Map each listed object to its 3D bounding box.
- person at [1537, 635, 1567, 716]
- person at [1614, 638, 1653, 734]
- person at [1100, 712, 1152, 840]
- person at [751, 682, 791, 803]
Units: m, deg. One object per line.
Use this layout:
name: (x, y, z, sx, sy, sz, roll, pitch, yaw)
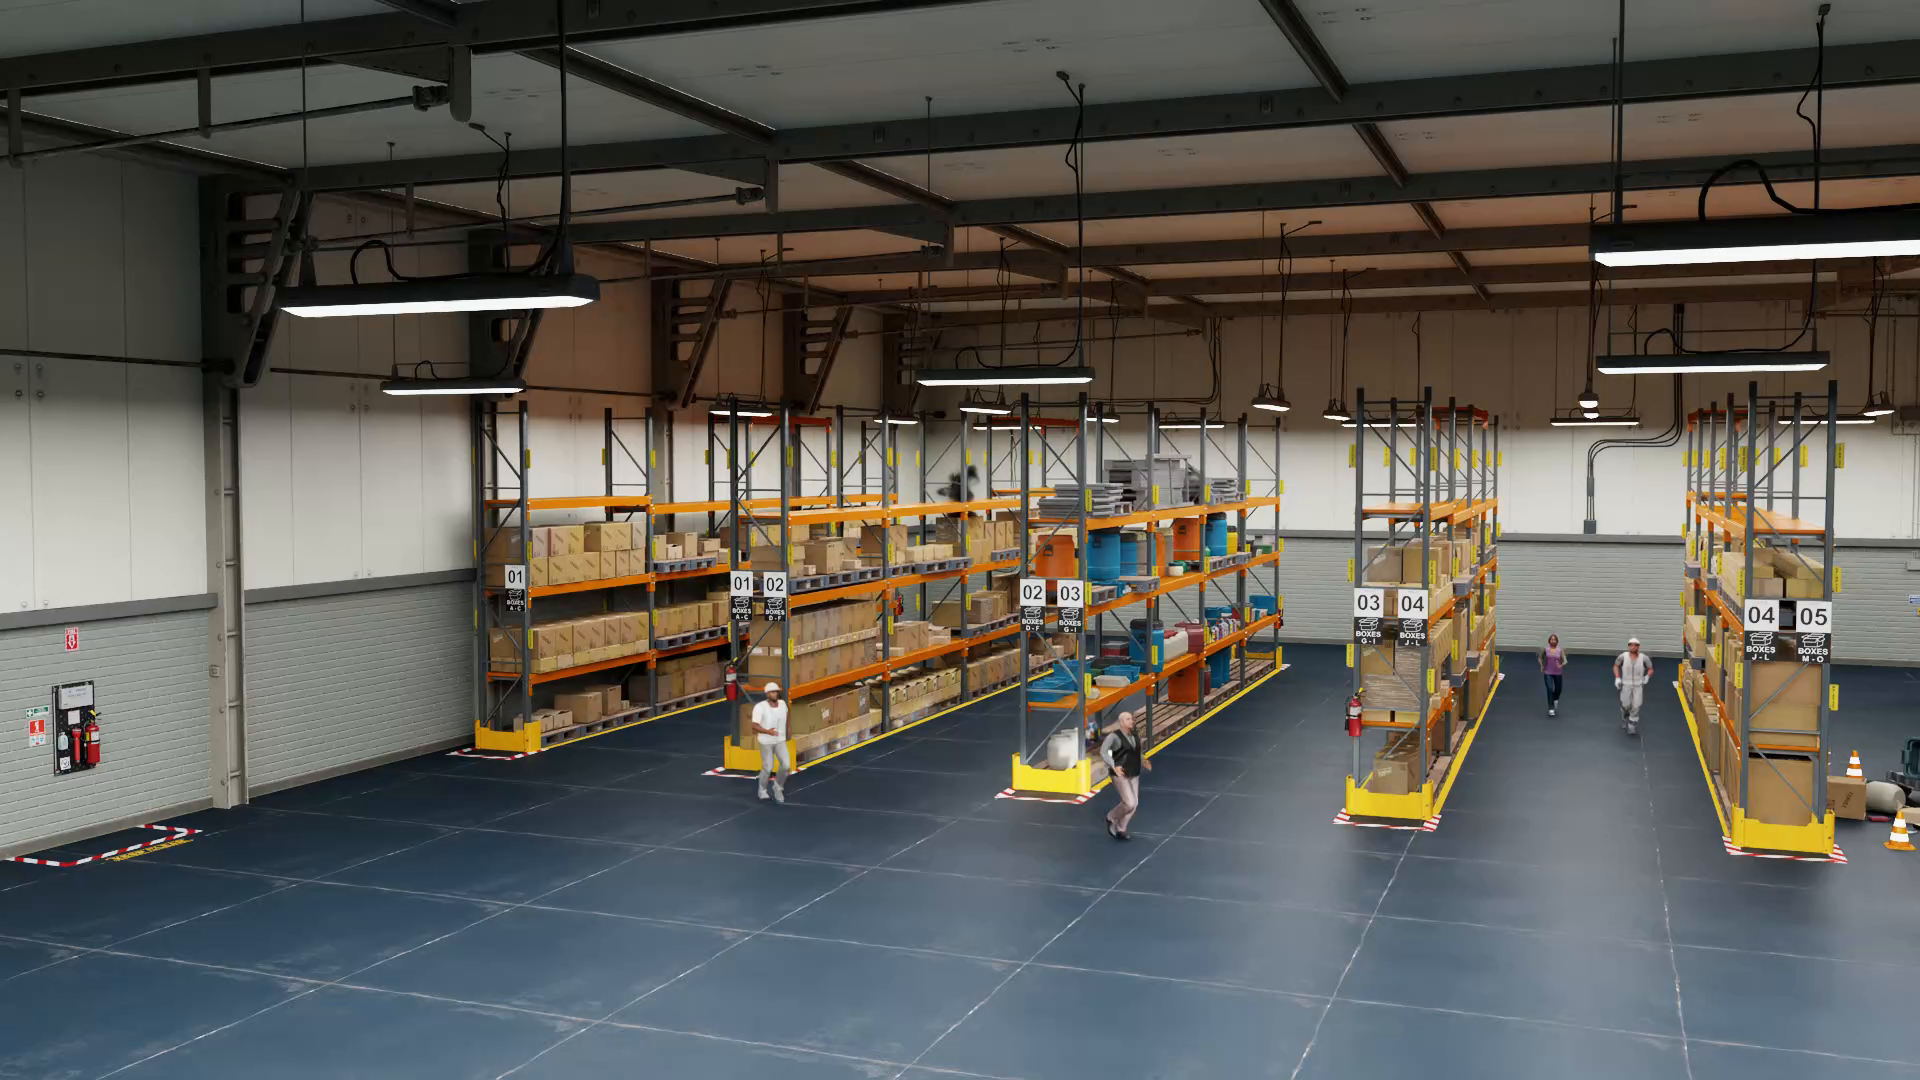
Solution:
person: (11.613, 2.632, 32.615, 0.546, 1.561, 0.743, 1, 3, 16)
person: (12.246, 2.654, 30.230, 0.669, 1.749, 0.584, 1, 3, 19)
person: (2.199, 3.096, 21.769, 0.637, 1.675, 0.567, -2, 4, -39)
person: (-2.695, 2.959, 24.186, 0.731, 1.792, 0.697, -2, 3, -36)
